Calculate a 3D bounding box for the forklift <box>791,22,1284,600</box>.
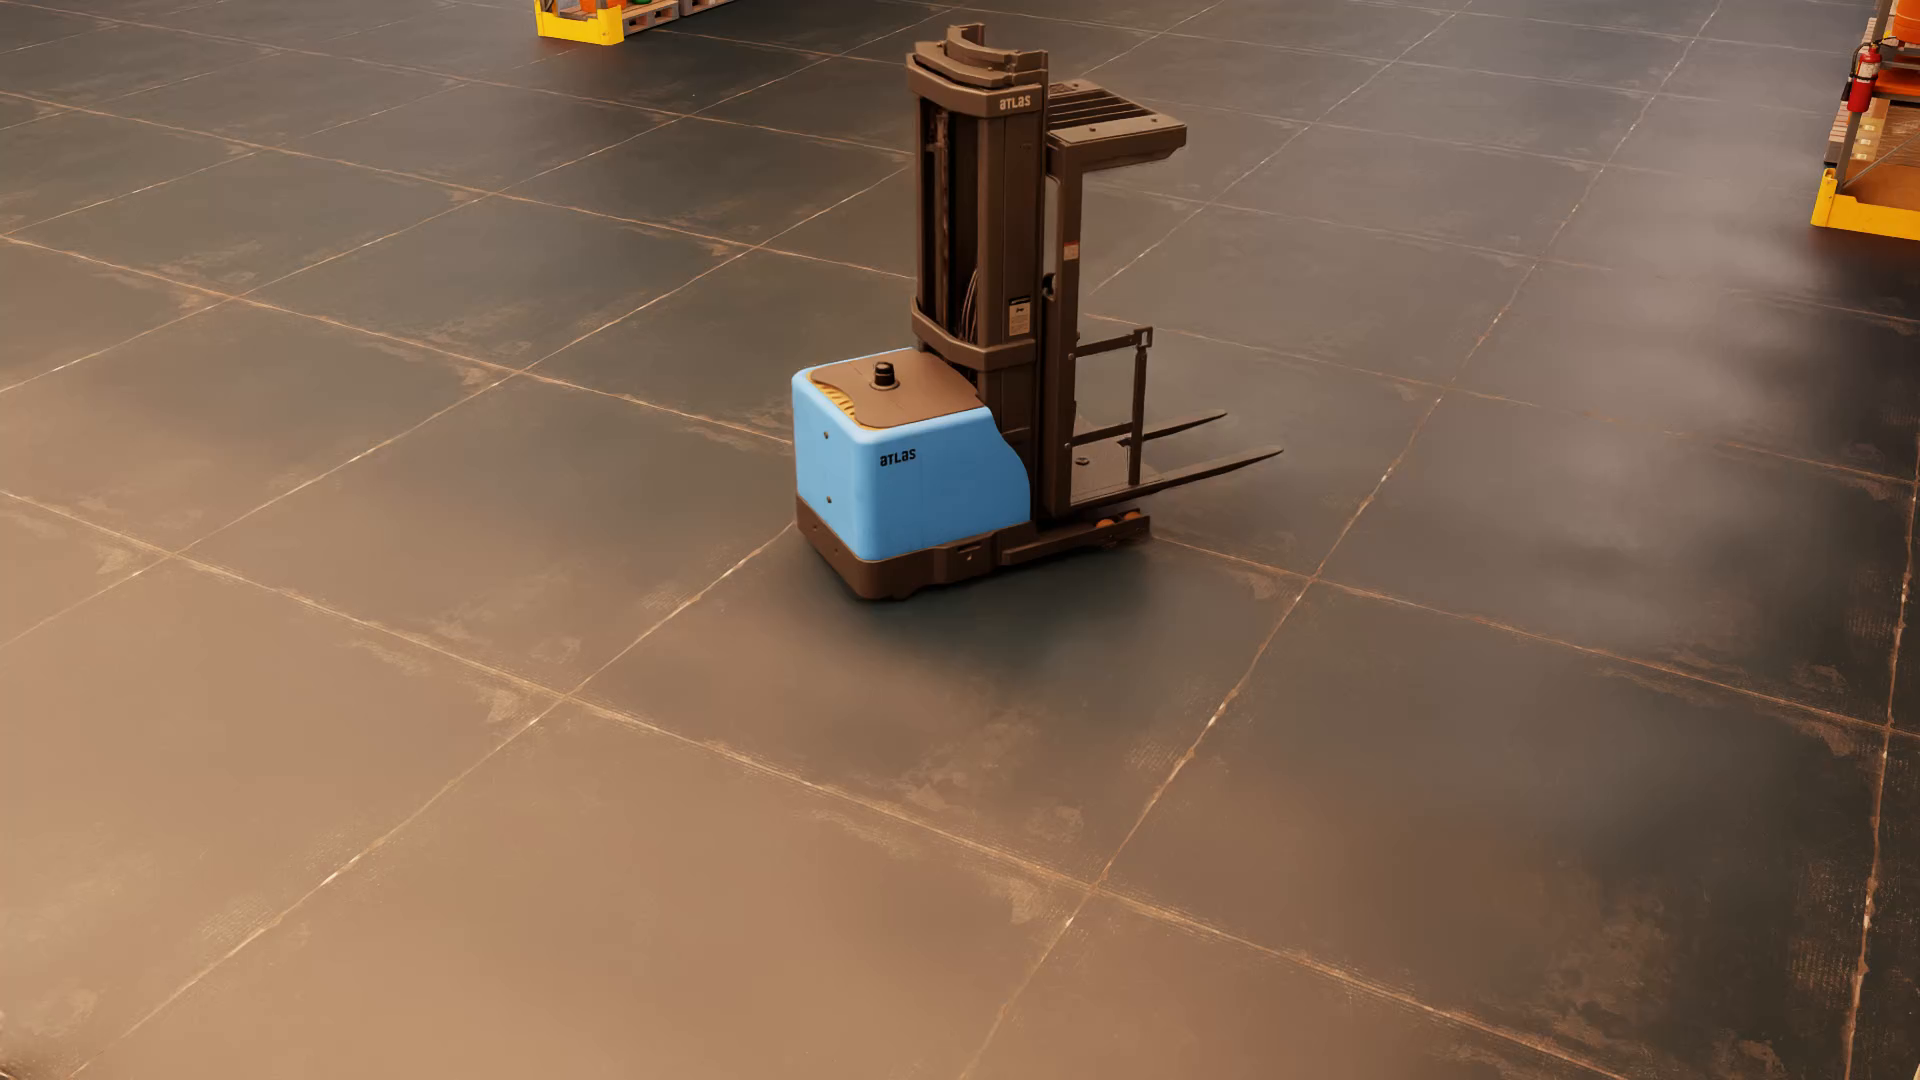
[{"bbox_3d":[0.564,-1.443,9.571,3.031,2.935,1.130,-15,33,-24],"label":"forklift"}]
